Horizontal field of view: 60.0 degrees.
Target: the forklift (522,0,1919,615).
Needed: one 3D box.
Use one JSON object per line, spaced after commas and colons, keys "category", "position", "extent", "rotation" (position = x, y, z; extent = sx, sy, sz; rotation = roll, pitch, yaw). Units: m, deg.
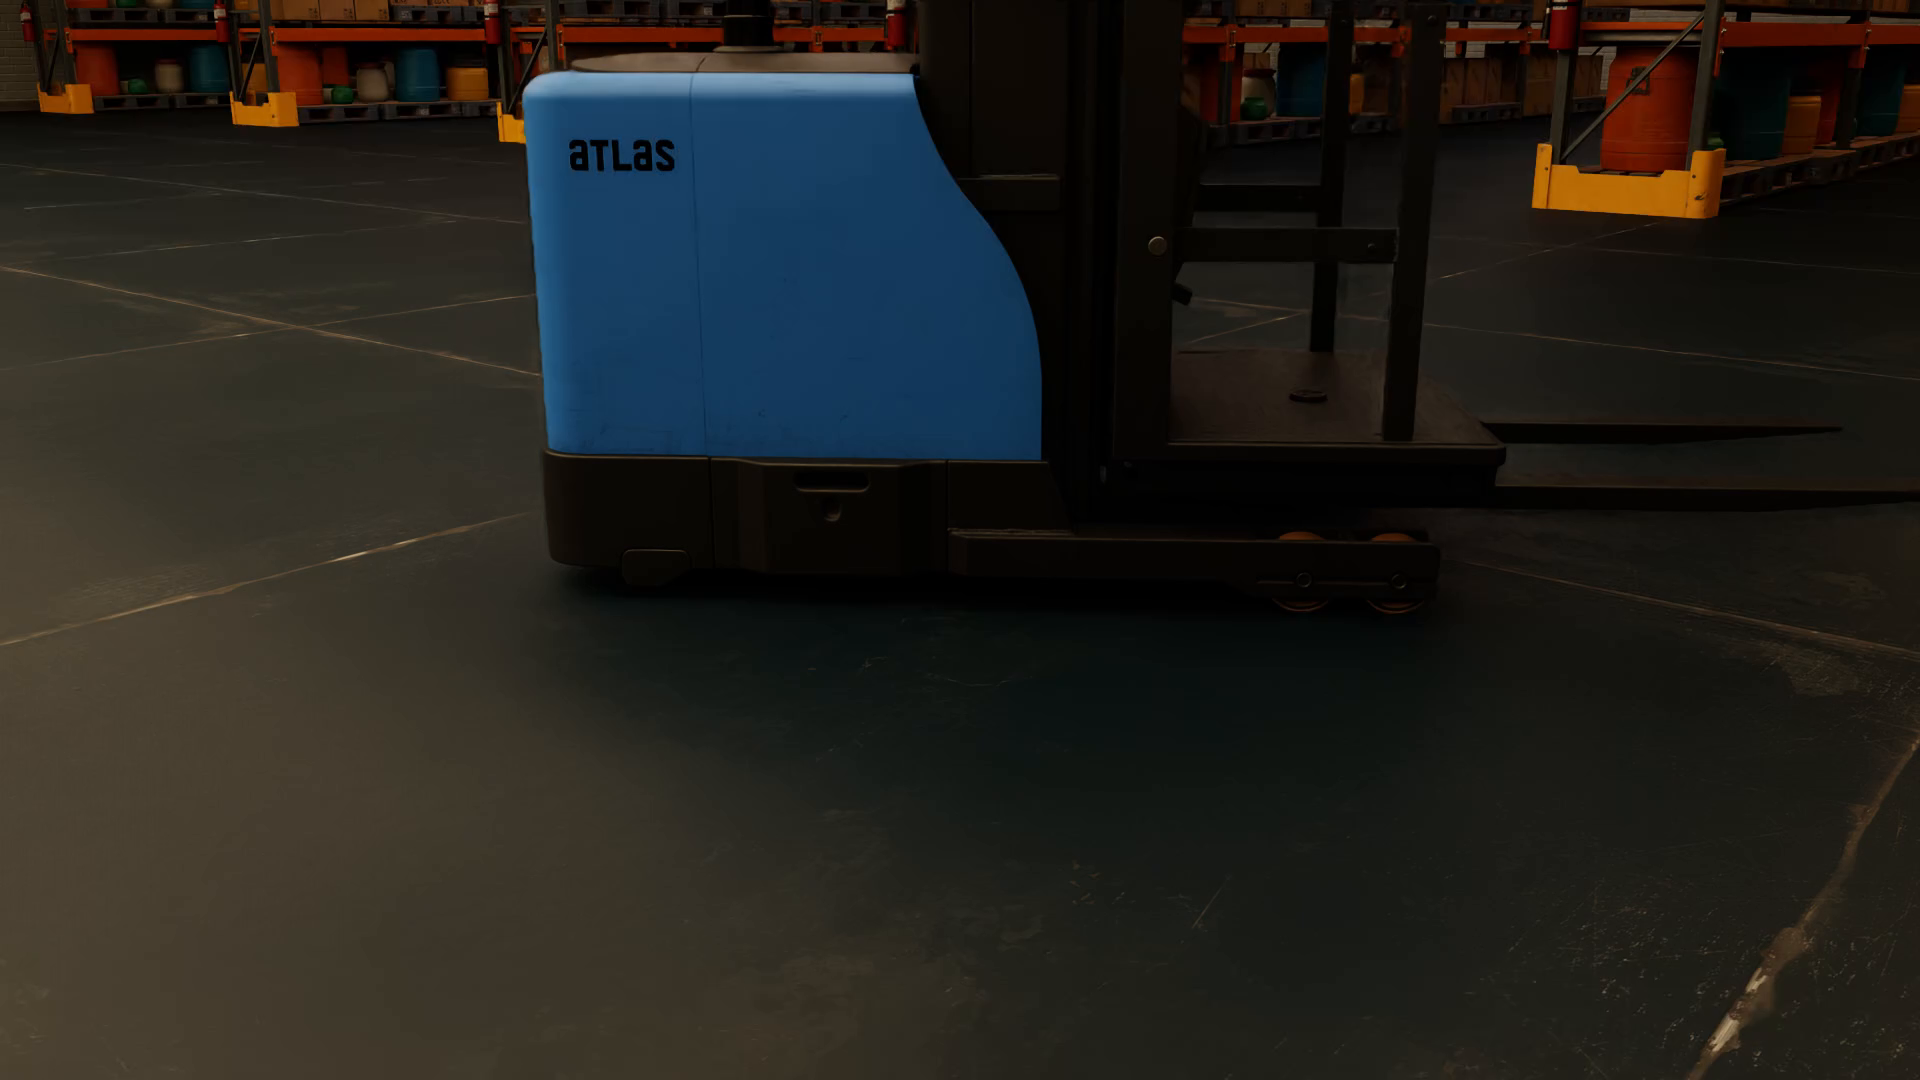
{"category": "forklift", "position": [0.645, -1.408, 3.533], "extent": [3.031, 2.935, 1.130], "rotation": [1, 17, 3]}
